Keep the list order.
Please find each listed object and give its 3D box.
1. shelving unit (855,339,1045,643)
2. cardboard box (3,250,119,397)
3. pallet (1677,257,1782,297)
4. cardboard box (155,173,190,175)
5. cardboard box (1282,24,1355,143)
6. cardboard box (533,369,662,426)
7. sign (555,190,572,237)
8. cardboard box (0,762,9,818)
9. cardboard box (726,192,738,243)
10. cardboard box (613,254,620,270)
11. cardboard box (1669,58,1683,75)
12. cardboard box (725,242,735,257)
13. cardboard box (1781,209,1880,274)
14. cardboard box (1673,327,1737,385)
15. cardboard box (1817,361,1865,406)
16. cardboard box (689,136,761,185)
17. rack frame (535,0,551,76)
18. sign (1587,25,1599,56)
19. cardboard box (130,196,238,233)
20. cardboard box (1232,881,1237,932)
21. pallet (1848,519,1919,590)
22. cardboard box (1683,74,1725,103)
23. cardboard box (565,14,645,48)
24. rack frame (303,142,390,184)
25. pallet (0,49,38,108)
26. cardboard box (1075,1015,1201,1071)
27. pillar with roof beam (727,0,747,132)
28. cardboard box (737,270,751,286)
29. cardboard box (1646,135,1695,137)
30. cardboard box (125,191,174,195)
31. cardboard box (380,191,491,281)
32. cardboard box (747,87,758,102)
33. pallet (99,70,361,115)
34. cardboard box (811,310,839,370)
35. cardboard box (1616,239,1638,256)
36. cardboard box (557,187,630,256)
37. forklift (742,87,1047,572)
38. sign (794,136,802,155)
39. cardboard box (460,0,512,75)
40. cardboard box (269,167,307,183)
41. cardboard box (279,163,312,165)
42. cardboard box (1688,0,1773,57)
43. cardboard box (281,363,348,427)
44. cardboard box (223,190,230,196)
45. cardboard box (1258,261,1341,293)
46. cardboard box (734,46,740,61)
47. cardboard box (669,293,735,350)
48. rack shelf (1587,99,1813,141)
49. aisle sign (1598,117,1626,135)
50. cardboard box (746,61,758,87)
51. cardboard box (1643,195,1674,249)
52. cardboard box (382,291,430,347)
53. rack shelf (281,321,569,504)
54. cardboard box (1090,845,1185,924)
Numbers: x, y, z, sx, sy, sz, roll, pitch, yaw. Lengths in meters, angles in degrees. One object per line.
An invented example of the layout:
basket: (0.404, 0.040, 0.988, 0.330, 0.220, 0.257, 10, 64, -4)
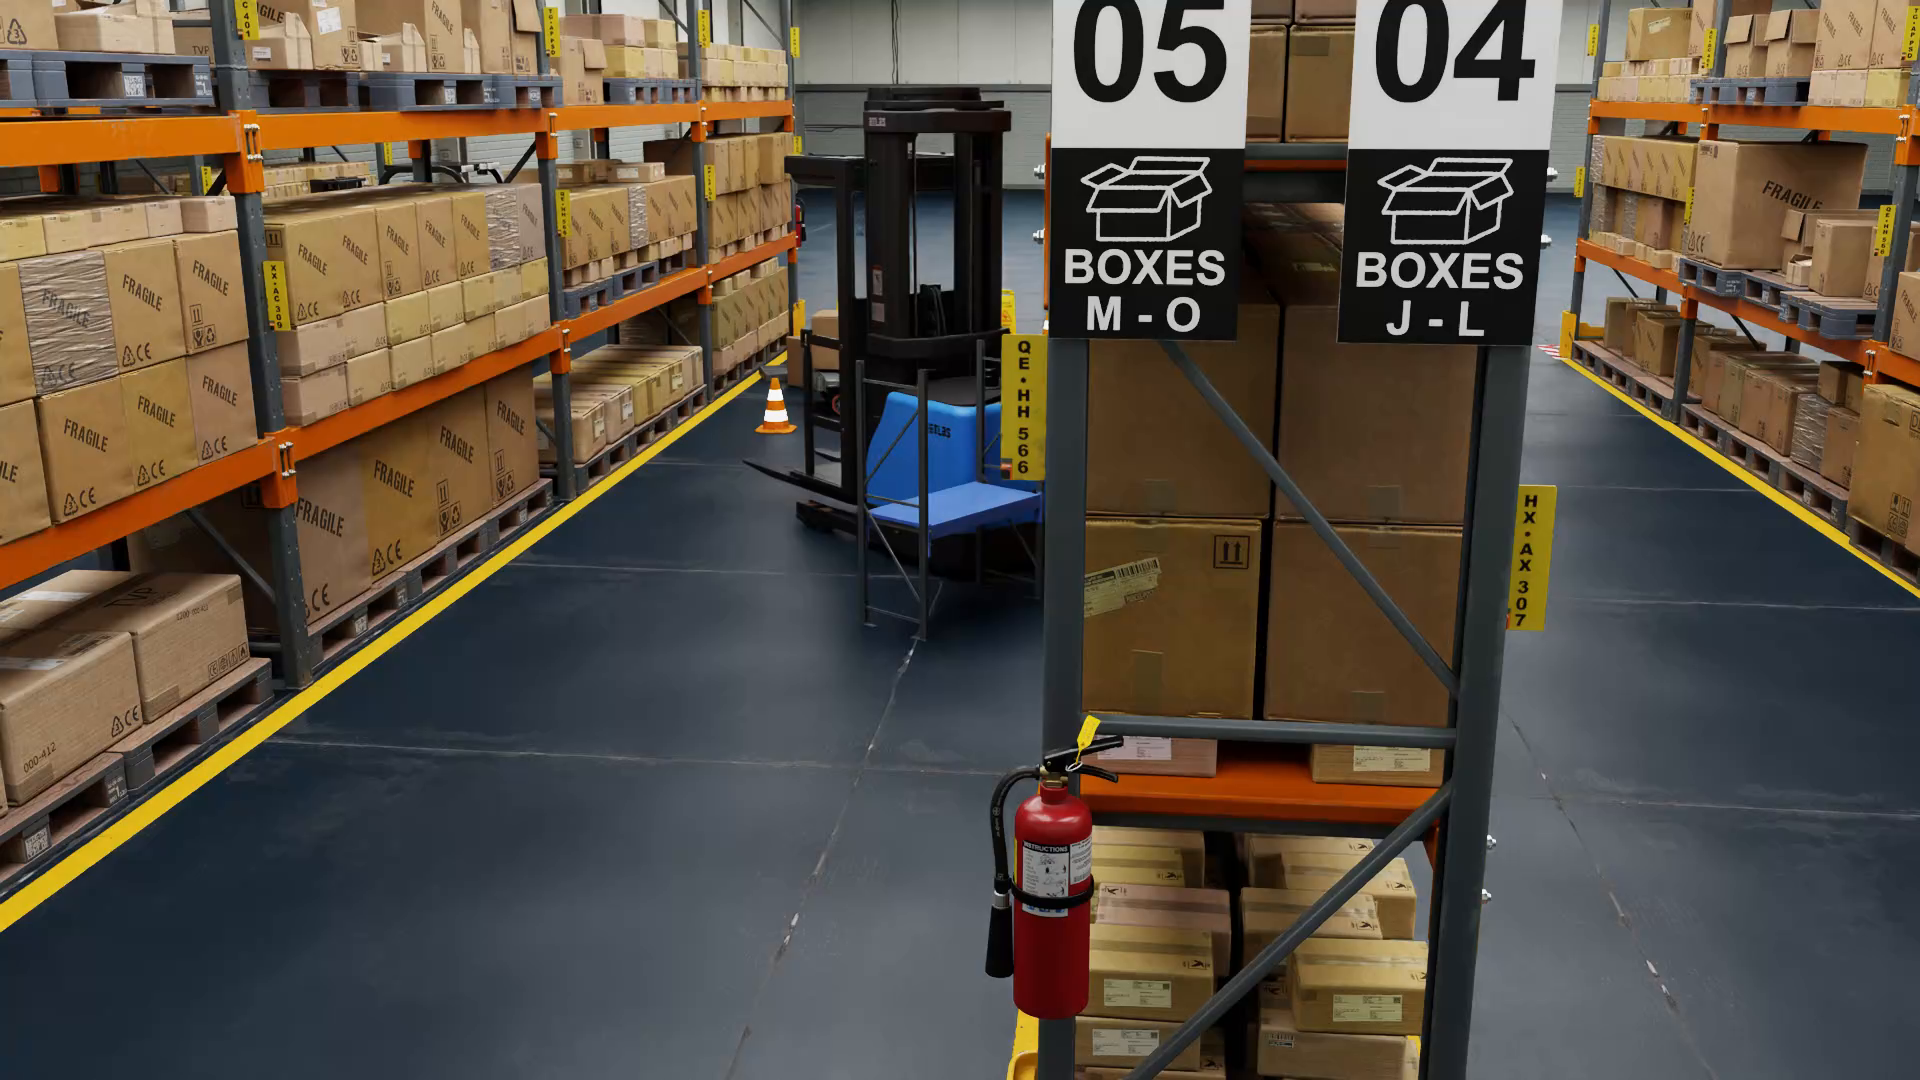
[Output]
shelving unit: (-0.036, -0.309, 9.432, 0.538, 1.500, 1.048, 13, 20, 39)
cardboard box: (-3.681, -0.852, 6.458, 0.500, 0.500, 0.500, 2, 15, 7)
pallet: (6.730, -2.211, 13.961, 1.003, 0.211, 1.213, 2, 15, 6)
cardboard box: (-7.996, -3.665, 16.964, 0.380, 0.149, 0.250, 2, 15, 6)
cardboard box: (0.995, -1.042, 3.811, 0.500, 0.250, 0.500, 2, 15, 8)
cardboard box: (-3.097, -1.221, 14.160, 0.950, 0.372, 0.625, 2, 15, 8)
sign: (-2.785, -2.296, 11.688, 0.100, 0.325, 0.005, 2, 15, 6)
cardboard box: (-4.170, 0.945, 6.025, 0.875, 0.438, 0.875, 2, 15, 8)
cardboard box: (-2.525, -3.218, 16.556, 0.500, 0.500, 0.500, 2, 15, 6)
cardboard box: (-2.979, -2.264, 13.467, 0.380, 0.149, 0.250, 2, 15, 8)
cardboard box: (6.780, -4.365, 15.336, 0.380, 0.149, 0.250, 1, 15, 5)
cardboard box: (-2.492, -2.941, 16.772, 0.380, 0.149, 0.250, 2, 15, 8)
cardboard box: (6.857, -2.298, 12.912, 0.797, 0.503, 0.637, 3, 15, 12)
cardboard box: (7.103, -1.745, 15.854, 0.500, 0.500, 0.500, 7, 17, 24)
cardboard box: (6.605, -1.141, 12.143, 0.500, 0.250, 0.500, 3, 16, 13)
cardboard box: (-2.489, -3.971, 17.425, 0.700, 0.500, 0.500, 2, 15, 6)
rack frame: (-3.337, -4.648, 11.113, 1.000, 3.000, 0.127, 2, 15, 6)
sign: (6.873, -5.421, 18.043, 0.100, 0.325, 0.005, 2, 15, 6)
cardboard box: (-3.507, -1.470, 7.501, 0.380, 0.149, 0.250, 1, 15, 5)
cardboard box: (1.109, 1.222, 5.553, 0.380, 0.149, 0.250, 2, 15, 6)
pallet: (6.346, 0.088, 10.433, 1.003, 0.211, 1.213, 2, 15, 6)
cardboard box: (6.753, -3.999, 14.747, 0.500, 0.250, 0.500, 2, 15, 8)
cardboard box: (-2.918, -4.190, 13.690, 0.500, 0.250, 0.500, 2, 15, 7)
rack frame: (-7.367, -3.972, 20.106, 1.000, 3.000, 0.127, 2, 15, 6)
pallet: (-4.031, -1.593, 5.729, 1.003, 0.211, 1.213, 2, 15, 6)
cardboard box: (0.466, 1.327, 4.596, 0.380, 0.149, 0.250, 1, 15, 5)
pillar with roof beam: (-1.355, -12.812, 41.305, 9.100, 9.000, 0.400, 2, 15, 6)
cardboard box: (-2.393, -2.719, 17.256, 0.380, 0.149, 0.250, 3, 15, 9)
cardboard box: (7.596, -4.060, 17.753, 0.500, 0.500, 0.500, 2, 15, 6)
cardboard box: (-8.037, -3.387, 16.508, 0.380, 0.149, 0.250, 2, 15, 6)
cardboard box: (-3.248, -1.880, 10.259, 0.500, 0.500, 0.500, 2, 15, 6)
cardboard box: (-2.326, -4.653, 17.360, 0.380, 0.149, 0.250, 2, 15, 6)
pallet: (-3.734, -2.310, 8.578, 0.805, 0.209, 1.217, 1, 15, 4)
cardboard box: (-1.114, -1.904, 15.795, 0.500, 0.500, 0.500, 2, 15, 6)
cardboard box: (6.878, -2.961, 16.847, 0.380, 0.149, 0.250, 2, 15, 6)
cardboard box: (-2.951, -2.530, 13.206, 0.500, 0.500, 0.500, 2, 15, 7)
forklift: (-0.477, -1.541, 11.247, 1.130, 2.935, 3.031, -11, 19, -35)
sign: (-1.885, -4.517, 19.297, 0.100, 0.325, 0.005, 2, 15, 6)
cardboard box: (-3.260, -3.189, 10.466, 0.700, 0.500, 0.500, 1, 15, 3)
cardboard box: (-7.365, -3.980, 18.131, 0.380, 0.149, 0.250, 2, 15, 7)
cardboard box: (-7.696, -4.261, 19.169, 0.380, 0.149, 0.250, 2, 15, 7)
cardboard box: (6.759, -4.503, 14.604, 0.500, 0.500, 0.500, 1, 15, 5)
cardboard box: (-3.476, -0.749, 8.472, 0.500, 0.250, 0.500, 1, 15, 5)
cardboard box: (-7.493, -3.439, 16.698, 0.380, 0.149, 0.250, 2, 15, 8)
cardboard box: (1.055, -0.472, 4.484, 0.500, 0.500, 0.500, 2, 15, 8)
cardboard box: (-2.433, -4.913, 16.792, 0.380, 0.149, 0.250, 1, 15, 5)
cardboard box: (-2.551, -2.172, 16.475, 0.500, 0.500, 0.500, 2, 15, 9)
rack shelf: (7.187, -4.117, 16.274, 1.077, 0.370, 4.000, 2, 15, 6)
aisle sign: (7.121, -4.815, 18.243, 0.394, 0.787, 0.004, 2, 15, 6)
cardboard box: (-2.391, -4.810, 17.173, 0.500, 0.250, 0.500, 2, 15, 7)
cardboard box: (7.121, -3.066, 15.993, 0.875, 0.500, 0.500, 2, 15, 6)
cardboard box: (-3.344, -1.256, 9.389, 0.500, 0.250, 0.500, 2, 15, 7)
rack shelf: (-3.563, -0.886, 10.072, 1.077, 0.370, 4.000, 2, 15, 6)
cardboard box: (0.487, 1.049, 5.052, 0.380, 0.149, 0.250, 1, 15, 5)
